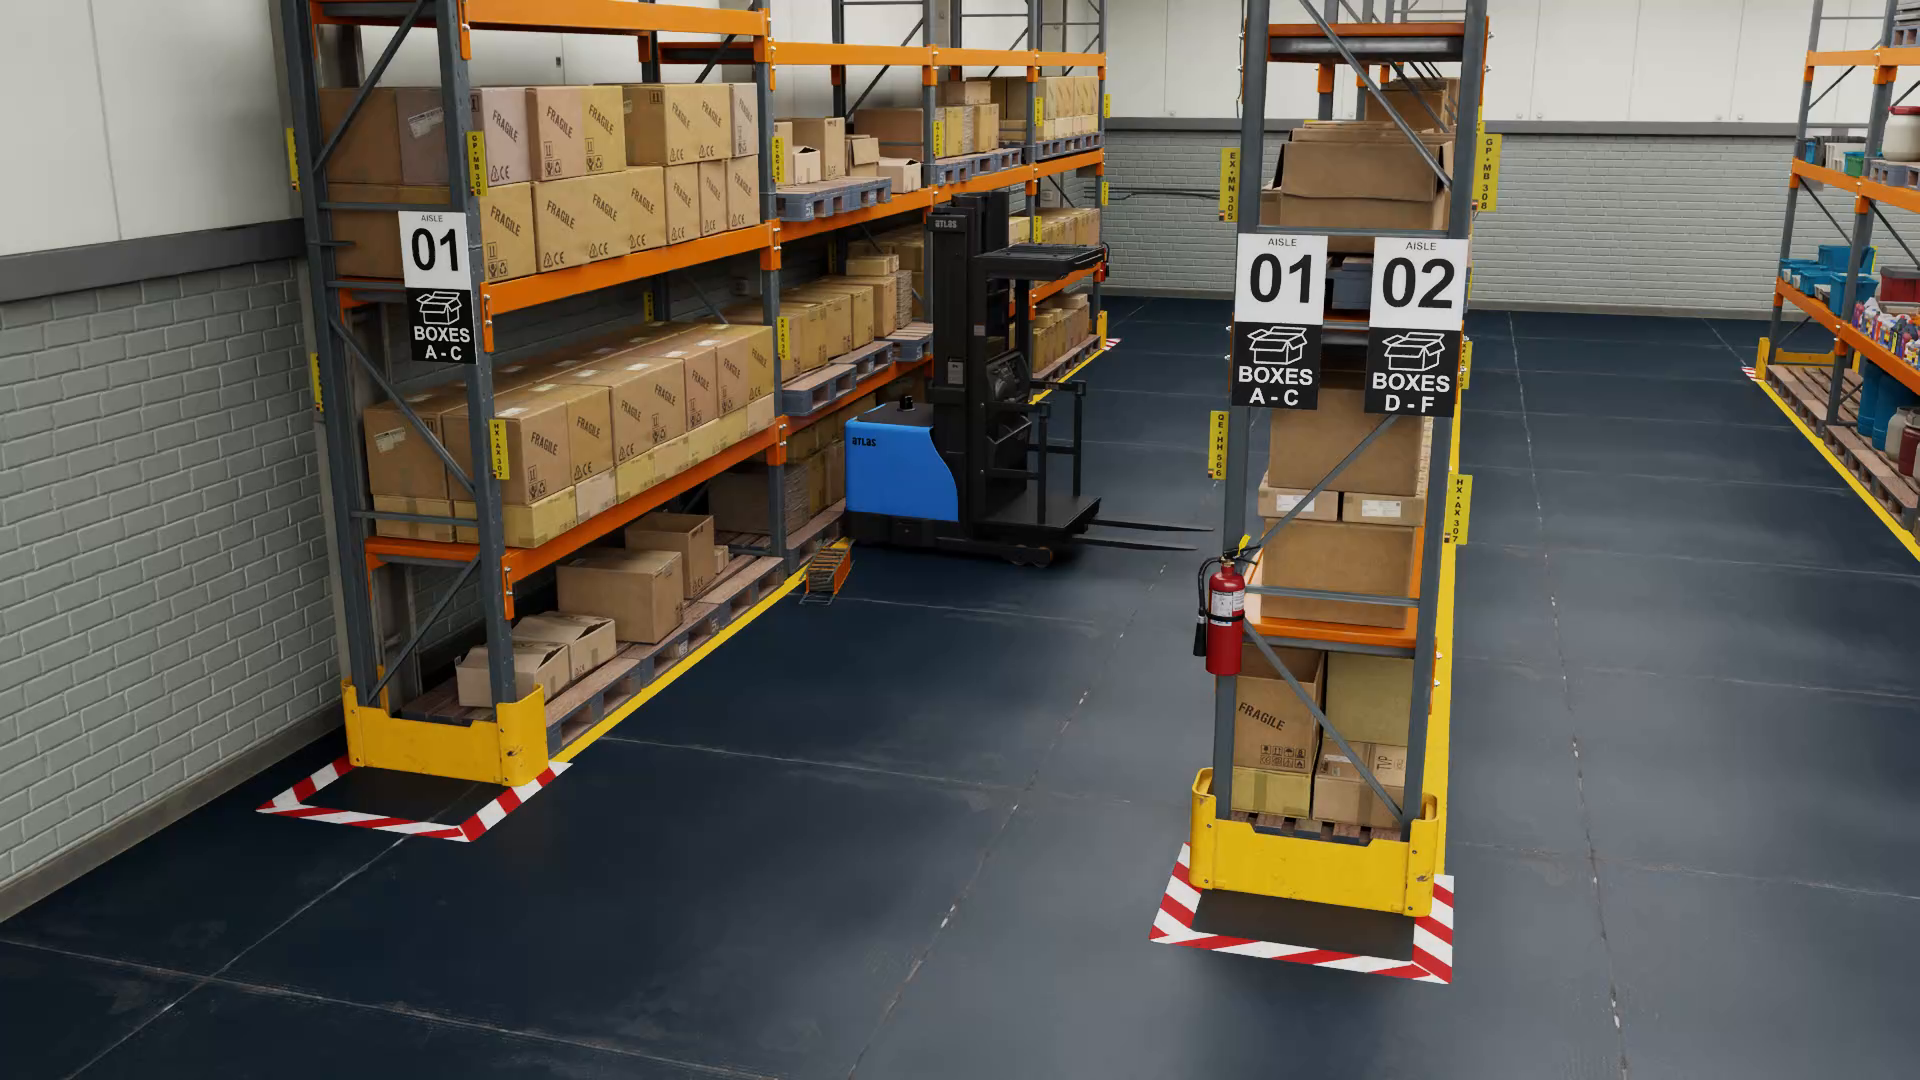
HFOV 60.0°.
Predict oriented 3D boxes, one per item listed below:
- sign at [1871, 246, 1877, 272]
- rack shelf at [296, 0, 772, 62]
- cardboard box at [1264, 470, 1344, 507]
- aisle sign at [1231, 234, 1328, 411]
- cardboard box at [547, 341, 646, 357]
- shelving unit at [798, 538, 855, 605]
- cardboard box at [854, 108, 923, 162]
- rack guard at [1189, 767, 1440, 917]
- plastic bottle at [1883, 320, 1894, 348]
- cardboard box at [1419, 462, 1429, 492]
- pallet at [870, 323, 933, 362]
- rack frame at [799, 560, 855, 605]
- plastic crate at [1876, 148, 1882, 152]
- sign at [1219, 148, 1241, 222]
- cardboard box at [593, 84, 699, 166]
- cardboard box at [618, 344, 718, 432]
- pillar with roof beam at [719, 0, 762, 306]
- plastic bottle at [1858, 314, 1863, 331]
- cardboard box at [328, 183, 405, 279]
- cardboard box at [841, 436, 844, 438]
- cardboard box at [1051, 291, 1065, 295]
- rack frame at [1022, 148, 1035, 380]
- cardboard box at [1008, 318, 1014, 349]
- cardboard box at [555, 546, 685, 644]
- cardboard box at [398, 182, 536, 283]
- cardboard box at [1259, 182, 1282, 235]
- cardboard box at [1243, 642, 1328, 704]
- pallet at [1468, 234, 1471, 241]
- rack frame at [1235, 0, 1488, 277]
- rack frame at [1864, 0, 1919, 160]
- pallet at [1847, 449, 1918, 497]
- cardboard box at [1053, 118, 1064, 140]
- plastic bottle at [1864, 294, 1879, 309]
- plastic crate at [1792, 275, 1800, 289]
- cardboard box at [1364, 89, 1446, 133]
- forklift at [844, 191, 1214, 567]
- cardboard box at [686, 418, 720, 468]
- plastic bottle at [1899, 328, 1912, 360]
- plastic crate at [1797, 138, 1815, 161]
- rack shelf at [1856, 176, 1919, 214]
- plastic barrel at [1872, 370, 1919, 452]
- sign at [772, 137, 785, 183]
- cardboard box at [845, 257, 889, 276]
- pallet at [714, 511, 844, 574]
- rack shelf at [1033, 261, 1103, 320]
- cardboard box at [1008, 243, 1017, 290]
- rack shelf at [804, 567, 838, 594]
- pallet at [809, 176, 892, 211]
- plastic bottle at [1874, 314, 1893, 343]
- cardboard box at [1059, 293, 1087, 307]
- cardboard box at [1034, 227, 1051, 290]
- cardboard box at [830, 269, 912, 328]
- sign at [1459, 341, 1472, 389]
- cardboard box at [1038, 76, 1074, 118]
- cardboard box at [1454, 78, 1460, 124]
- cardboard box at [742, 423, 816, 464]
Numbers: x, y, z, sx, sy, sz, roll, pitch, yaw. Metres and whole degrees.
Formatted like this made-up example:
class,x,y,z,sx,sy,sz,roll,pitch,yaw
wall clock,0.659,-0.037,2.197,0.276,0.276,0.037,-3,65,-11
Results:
class,x,y,z,sx,sy,sz,roll,pitch,yaw
sign,11.571,-3.571,21.122,0.100,0.325,0.005,5,16,16
rack shelf,-2.438,-3.174,10.355,1.077,0.370,4.000,5,16,16
cardboard box,1.743,-0.273,8.423,0.380,0.149,0.250,5,17,17
aisle sign,1.444,-0.986,7.544,0.394,0.787,0.004,5,16,16
cardboard box,-2.501,-1.086,11.524,0.500,0.500,0.500,5,17,17
shelving unit,-1.043,0.240,13.126,0.258,0.189,1.200,2,16,6
cardboard box,-0.653,-4.038,16.581,0.700,0.500,0.500,3,16,12
rack guard,1.737,1.479,8.198,1.175,0.500,0.348,5,16,16
plastic bottle,9.017,-1.999,16.117,0.097,0.271,0.097,0,16,0
cardboard box,2.207,-0.310,8.554,0.380,0.149,0.250,5,16,16
pallet,-0.833,-1.919,15.949,1.213,0.211,1.003,5,16,16
rack frame,-1.043,0.328,13.150,0.240,0.006,1.200,2,16,6
plastic crate,11.033,-4.591,19.911,0.450,0.188,0.336,5,16,16
sign,1.228,-1.606,7.521,0.100,0.325,0.005,5,16,16
cardboard box,-2.036,-2.707,10.828,0.500,0.500,0.500,4,16,14
cardboard box,-1.997,-1.048,11.391,0.500,0.500,0.500,4,16,14
pillar with roof beam,2.196,-4.485,13.651,9.100,9.000,0.400,5,16,16
plastic bottle,9.336,-2.259,17.161,0.097,0.201,0.097,0,16,0
cardboard box,-3.131,-1.742,9.258,0.500,0.500,0.500,6,17,20
cardboard box,-1.260,-0.764,15.302,0.700,0.500,0.500,5,16,16
cardboard box,1.281,-3.468,23.680,0.380,0.149,0.250,5,17,16
rack frame,0.404,-3.252,20.299,1.000,3.000,0.127,5,16,16
cardboard box,0.344,-2.240,19.899,0.750,0.750,0.750,5,17,17
cardboard box,-2.305,0.367,11.313,0.700,0.500,0.500,4,16,12
cardboard box,-2.672,-1.682,9.044,0.500,0.500,0.500,5,17,17
cardboard box,1.818,-1.692,8.548,0.500,0.250,0.500,5,16,16
cardboard box,1.881,0.604,9.597,0.500,0.500,0.500,5,16,16
pallet,2.315,-1.633,9.256,1.003,0.211,1.213,5,16,16
rack frame,1.744,-2.616,7.060,1.000,3.000,0.127,5,16,16
rack frame,9.902,-5.370,16.771,1.000,3.000,0.127,5,16,16
pallet,9.298,-0.624,16.141,1.003,0.211,1.213,5,16,16
cardboard box,1.011,-5.166,20.870,0.500,0.250,0.500,4,16,15
plastic bottle,9.480,-2.383,17.323,0.144,0.351,0.185,5,16,16
plastic crate,10.290,-3.138,20.271,0.250,0.136,0.298,5,16,16
cardboard box,3.234,-3.019,12.110,0.500,0.500,0.500,6,17,21
forklift,0.585,-1.350,13.717,3.031,2.935,1.130,6,17,20
cardboard box,-1.991,-0.687,11.492,0.500,0.250,0.500,5,16,16
plastic bottle,8.796,-1.819,15.460,0.061,0.283,0.133,5,16,16
plastic crate,10.662,-4.832,20.609,0.497,0.269,0.590,5,16,16
rack shelf,9.334,-3.058,15.434,1.077,0.370,4.000,5,16,16
plastic barrel,9.530,-1.350,16.669,0.600,0.901,0.708,5,16,16
sign,-1.347,-2.811,12.298,0.100,0.325,0.005,5,16,16
cardboard box,-0.880,-2.600,15.820,0.380,0.149,0.250,2,16,7
pallet,-1.650,-0.022,14.018,1.003,0.211,1.213,5,16,16
rack shelf,0.972,-3.429,22.241,1.077,0.370,4.000,5,16,16
cardboard box,0.379,-3.179,19.274,0.500,0.500,0.500,5,17,16
rack shelf,-1.072,0.315,12.853,0.258,0.180,0.103,2,16,6
pallet,-1.300,-2.937,14.034,1.213,0.211,1.003,5,16,16
plastic bottle,9.142,-2.091,16.430,0.152,0.276,0.135,5,16,16
cardboard box,1.576,-3.372,23.342,0.380,0.149,0.250,4,16,15
cardboard box,0.574,-3.537,20.753,0.980,0.700,0.700,5,17,17
cardboard box,-0.857,-2.342,16.099,0.700,0.500,0.500,3,16,9
sign,3.413,-1.188,11.289,0.100,0.325,0.005,5,16,16
cardboard box,1.150,-5.663,21.250,0.500,0.500,0.500,5,17,16
cardboard box,5.534,-5.091,19.270,0.700,0.500,0.500,5,16,16
cardboard box,-1.555,-0.838,14.189,0.500,0.250,0.500,4,16,15
